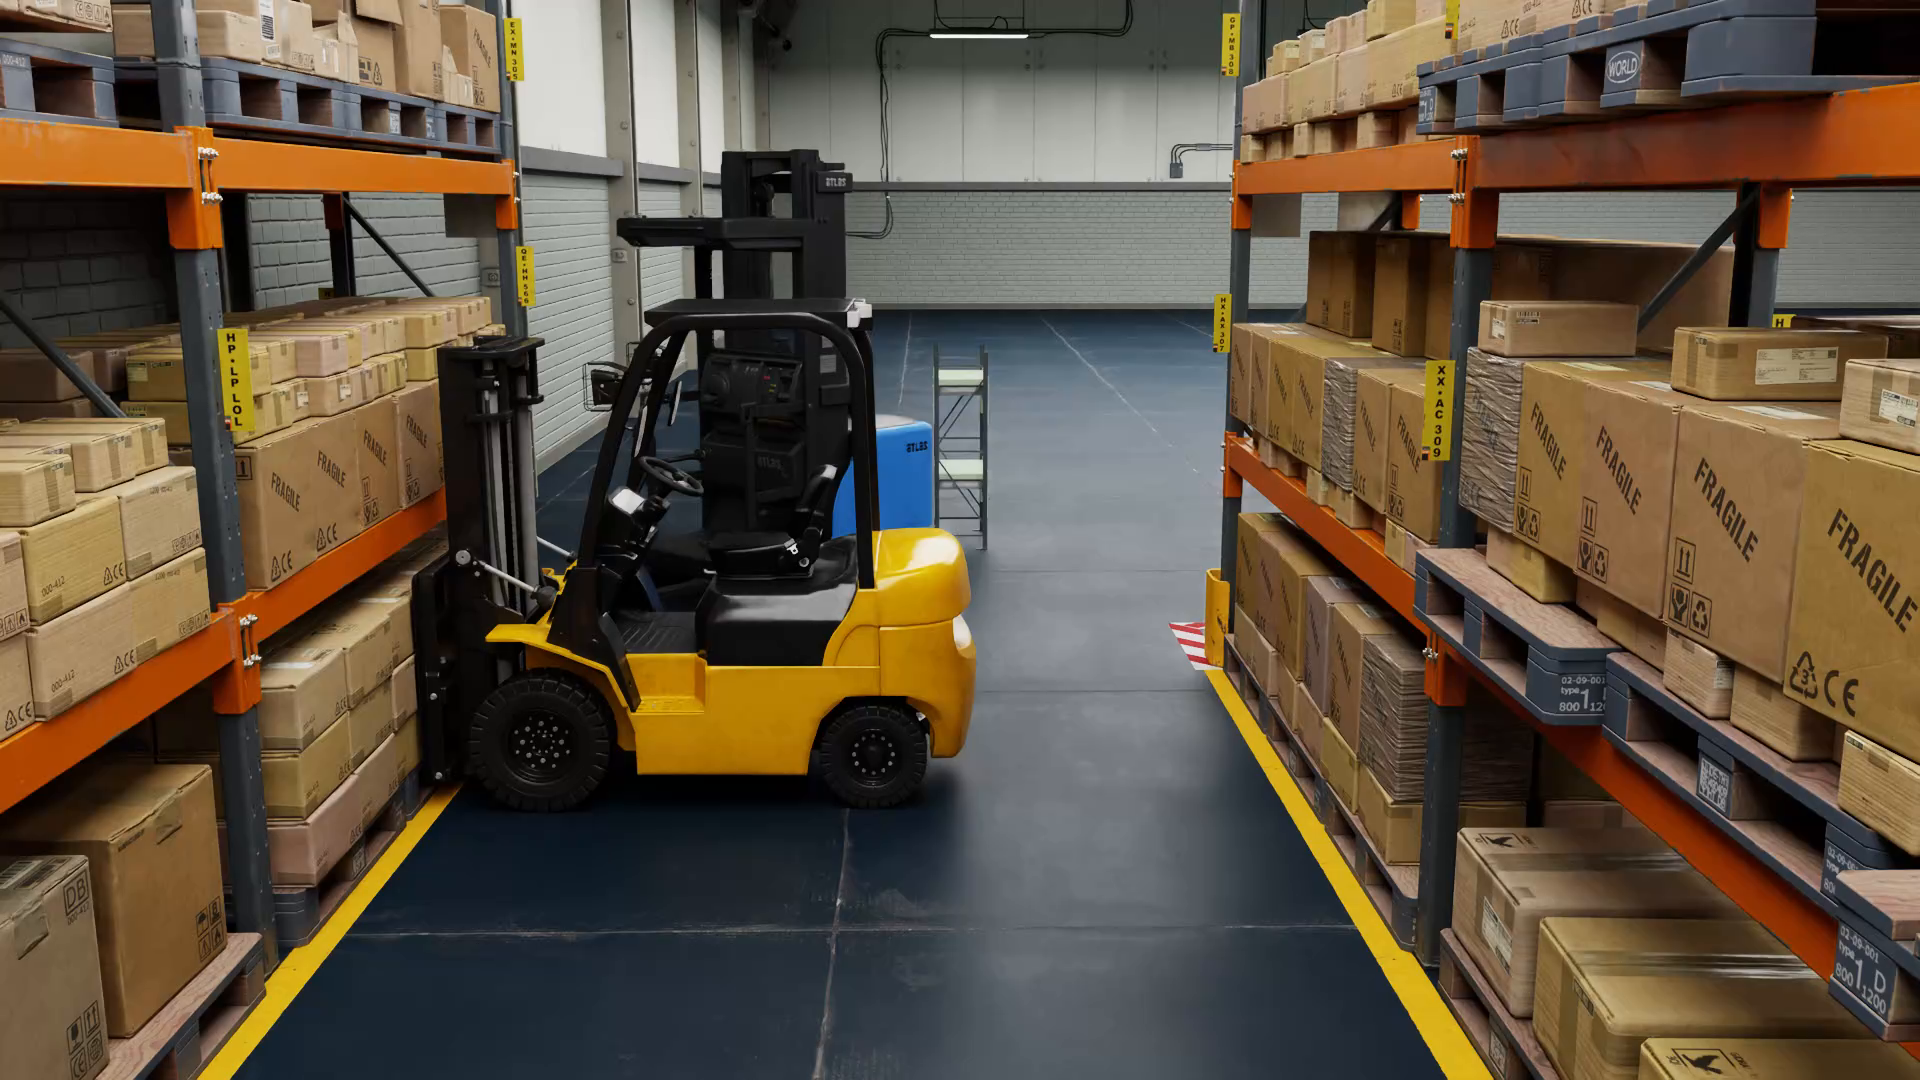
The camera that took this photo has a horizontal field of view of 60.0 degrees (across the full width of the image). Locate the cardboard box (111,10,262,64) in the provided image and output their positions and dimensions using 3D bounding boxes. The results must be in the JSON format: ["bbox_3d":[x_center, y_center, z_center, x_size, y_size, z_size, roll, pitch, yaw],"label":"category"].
[{"bbox_3d":[-2.567,-1.671,5.530,0.380,0.149,0.250,0,11,0],"label":"cardboard box"}]

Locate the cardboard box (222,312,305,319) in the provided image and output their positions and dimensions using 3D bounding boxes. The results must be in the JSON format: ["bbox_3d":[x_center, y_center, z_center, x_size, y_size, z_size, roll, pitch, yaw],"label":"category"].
[{"bbox_3d":[-3.232,-0.960,7.616,0.380,0.149,0.250,-1,11,-3],"label":"cardboard box"}]

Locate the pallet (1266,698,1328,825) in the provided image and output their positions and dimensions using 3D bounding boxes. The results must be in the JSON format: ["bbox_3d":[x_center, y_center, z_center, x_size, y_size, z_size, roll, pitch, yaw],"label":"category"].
[{"bbox_3d":[2.024,0.990,7.646,1.003,0.211,1.213,0,11,-1],"label":"pallet"}]

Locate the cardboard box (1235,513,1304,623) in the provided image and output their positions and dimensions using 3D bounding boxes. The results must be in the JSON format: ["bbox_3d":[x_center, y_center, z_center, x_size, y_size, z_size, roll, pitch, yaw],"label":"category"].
[{"bbox_3d":[1.759,0.146,8.771,0.500,0.500,0.500,-1,11,-3],"label":"cardboard box"}]

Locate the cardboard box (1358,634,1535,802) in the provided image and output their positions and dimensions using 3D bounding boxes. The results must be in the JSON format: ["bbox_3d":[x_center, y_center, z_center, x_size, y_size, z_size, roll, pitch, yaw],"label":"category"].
[{"bbox_3d":[1.820,0.658,6.245,0.500,0.500,0.500,0,11,-2],"label":"cardboard box"}]

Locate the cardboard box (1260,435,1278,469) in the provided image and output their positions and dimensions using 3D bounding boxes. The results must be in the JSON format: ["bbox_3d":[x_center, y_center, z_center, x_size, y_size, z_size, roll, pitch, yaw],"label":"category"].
[{"bbox_3d":[1.721,-0.450,8.363,0.380,0.149,0.250,0,11,0],"label":"cardboard box"}]

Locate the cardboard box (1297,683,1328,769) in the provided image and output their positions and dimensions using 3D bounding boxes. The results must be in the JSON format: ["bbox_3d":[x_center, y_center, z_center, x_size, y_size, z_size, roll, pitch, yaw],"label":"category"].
[{"bbox_3d":[1.793,0.819,7.339,0.500,0.250,0.500,0,11,0],"label":"cardboard box"}]

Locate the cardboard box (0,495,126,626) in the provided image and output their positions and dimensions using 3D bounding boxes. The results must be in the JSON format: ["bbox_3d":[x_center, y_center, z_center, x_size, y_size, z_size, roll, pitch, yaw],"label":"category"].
[{"bbox_3d":[-2.578,0.049,4.395,0.500,0.250,0.500,-1,11,-3],"label":"cardboard box"}]

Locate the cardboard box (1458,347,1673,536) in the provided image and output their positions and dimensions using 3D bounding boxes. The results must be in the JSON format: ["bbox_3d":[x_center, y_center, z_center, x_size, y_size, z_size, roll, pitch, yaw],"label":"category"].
[{"bbox_3d":[1.824,-0.306,4.967,0.500,0.500,0.500,0,11,0],"label":"cardboard box"}]

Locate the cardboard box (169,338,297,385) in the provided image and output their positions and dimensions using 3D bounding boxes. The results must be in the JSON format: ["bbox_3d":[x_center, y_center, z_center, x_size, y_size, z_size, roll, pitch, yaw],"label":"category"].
[{"bbox_3d":[-2.682,-0.658,6.128,0.380,0.149,0.250,0,11,-2],"label":"cardboard box"}]

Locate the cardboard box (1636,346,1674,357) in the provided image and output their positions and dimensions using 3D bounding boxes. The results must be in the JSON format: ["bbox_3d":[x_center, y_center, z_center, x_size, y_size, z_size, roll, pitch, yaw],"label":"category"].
[{"bbox_3d":[2.340,-0.309,4.984,0.500,0.500,0.500,0,11,-2],"label":"cardboard box"}]

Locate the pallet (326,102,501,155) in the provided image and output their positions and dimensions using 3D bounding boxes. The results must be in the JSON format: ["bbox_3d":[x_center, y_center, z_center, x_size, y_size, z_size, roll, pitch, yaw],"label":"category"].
[{"bbox_3d":[-2.956,-2.060,8.346,1.003,0.211,1.213,0,11,-1],"label":"pallet"}]

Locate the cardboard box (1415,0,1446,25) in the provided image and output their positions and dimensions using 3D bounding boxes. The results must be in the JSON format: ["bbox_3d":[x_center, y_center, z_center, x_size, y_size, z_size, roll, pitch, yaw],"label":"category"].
[{"bbox_3d":[1.794,-1.851,5.720,0.380,0.149,0.250,-1,11,-3],"label":"cardboard box"}]

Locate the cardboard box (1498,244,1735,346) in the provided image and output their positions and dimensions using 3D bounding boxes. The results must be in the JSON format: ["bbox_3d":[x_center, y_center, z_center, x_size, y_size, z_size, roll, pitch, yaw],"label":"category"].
[{"bbox_3d":[2.309,-0.773,5.810,0.700,0.500,0.500,0,11,-2],"label":"cardboard box"}]

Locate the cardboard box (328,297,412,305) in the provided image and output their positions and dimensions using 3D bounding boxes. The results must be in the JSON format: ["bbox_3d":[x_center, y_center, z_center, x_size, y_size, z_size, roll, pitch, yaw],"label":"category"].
[{"bbox_3d":[-3.151,-1.219,8.891,0.380,0.149,0.250,0,11,-2],"label":"cardboard box"}]

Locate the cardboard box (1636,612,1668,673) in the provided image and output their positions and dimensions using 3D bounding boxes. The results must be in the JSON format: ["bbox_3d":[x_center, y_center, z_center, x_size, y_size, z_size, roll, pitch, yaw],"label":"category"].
[{"bbox_3d":[1.842,0.235,3.933,0.380,0.149,0.250,0,11,-1],"label":"cardboard box"}]

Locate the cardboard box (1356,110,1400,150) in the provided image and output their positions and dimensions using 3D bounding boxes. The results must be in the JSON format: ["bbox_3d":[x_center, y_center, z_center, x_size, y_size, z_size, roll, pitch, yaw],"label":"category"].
[{"bbox_3d":[1.782,-1.613,6.552,0.380,0.149,0.250,0,11,0],"label":"cardboard box"}]

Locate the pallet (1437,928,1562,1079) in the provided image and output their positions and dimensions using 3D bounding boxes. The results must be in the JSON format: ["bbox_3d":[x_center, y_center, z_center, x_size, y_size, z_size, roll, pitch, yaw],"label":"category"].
[{"bbox_3d":[2.118,1.522,5.028,1.003,0.211,1.213,0,11,-1],"label":"pallet"}]

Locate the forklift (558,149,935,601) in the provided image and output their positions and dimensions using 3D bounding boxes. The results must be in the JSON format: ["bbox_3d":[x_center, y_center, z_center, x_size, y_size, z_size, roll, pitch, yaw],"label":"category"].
[{"bbox_3d":[-1.531,-1.065,10.938,1.130,2.935,3.031,10,15,40],"label":"forklift"}]

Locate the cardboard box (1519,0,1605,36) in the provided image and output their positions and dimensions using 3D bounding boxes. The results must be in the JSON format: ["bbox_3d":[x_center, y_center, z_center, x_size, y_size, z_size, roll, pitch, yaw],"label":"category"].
[{"bbox_3d":[1.724,-1.383,4.111,0.500,0.250,0.500,0,11,-2],"label":"cardboard box"}]

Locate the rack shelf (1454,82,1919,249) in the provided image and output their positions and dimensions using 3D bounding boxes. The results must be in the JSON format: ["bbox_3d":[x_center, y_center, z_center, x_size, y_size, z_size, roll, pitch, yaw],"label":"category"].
[{"bbox_3d":[2.142,-0.720,3.327,1.077,0.370,4.000,0,11,-1],"label":"rack shelf"}]

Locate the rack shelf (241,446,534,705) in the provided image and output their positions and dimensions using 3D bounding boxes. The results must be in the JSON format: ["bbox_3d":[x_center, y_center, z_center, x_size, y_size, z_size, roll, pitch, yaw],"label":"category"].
[{"bbox_3d":[-2.903,-0.024,7.441,1.077,0.370,4.000,0,11,-1],"label":"rack shelf"}]

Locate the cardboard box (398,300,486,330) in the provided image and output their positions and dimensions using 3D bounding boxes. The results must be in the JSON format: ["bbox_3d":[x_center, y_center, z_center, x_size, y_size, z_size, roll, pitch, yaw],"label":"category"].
[{"bbox_3d":[-2.690,-1.167,8.637,0.380,0.149,0.250,0,11,-1],"label":"cardboard box"}]

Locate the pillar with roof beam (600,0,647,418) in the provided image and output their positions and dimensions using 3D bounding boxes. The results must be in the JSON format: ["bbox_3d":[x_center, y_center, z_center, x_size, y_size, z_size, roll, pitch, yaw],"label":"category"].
[{"bbox_3d":[0.225,-5.975,19.877,9.100,9.000,0.400,0,11,-1],"label":"pillar with roof beam"}]

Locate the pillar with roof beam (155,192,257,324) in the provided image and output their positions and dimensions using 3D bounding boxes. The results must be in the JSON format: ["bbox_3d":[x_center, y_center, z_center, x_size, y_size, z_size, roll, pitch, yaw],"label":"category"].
[{"bbox_3d":[0.473,-3.589,8.119,9.100,9.000,0.400,0,11,-1],"label":"pillar with roof beam"}]

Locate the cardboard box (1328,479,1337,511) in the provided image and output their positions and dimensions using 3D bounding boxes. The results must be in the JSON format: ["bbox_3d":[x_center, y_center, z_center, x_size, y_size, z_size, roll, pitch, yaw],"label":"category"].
[{"bbox_3d":[1.790,-0.192,7.094,0.380,0.149,0.250,0,11,-2],"label":"cardboard box"}]

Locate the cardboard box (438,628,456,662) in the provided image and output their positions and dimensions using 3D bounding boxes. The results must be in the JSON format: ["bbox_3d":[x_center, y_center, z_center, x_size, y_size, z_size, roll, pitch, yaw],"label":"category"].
[{"bbox_3d":[-2.584,0.520,7.553,0.500,0.250,0.500,0,11,-1],"label":"cardboard box"}]

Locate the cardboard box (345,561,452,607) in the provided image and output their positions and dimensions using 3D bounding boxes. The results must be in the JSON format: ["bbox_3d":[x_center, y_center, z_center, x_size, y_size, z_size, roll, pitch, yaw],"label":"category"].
[{"bbox_3d":[-2.583,0.271,7.525,0.500,0.250,0.500,0,11,-2],"label":"cardboard box"}]

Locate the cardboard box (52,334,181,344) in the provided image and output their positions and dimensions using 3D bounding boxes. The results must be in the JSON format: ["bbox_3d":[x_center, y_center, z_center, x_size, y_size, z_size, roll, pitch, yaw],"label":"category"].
[{"bbox_3d":[-3.221,-0.706,6.362,0.380,0.149,0.250,0,11,-2],"label":"cardboard box"}]

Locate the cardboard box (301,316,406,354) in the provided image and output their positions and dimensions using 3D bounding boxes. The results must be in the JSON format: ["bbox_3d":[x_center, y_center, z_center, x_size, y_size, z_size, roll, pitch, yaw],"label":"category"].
[{"bbox_3d":[-2.689,-0.911,7.375,0.380,0.149,0.250,0,11,0],"label":"cardboard box"}]

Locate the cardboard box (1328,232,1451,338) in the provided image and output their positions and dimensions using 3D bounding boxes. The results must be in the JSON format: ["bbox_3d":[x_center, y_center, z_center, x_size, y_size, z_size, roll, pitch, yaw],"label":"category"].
[{"bbox_3d":[2.250,-1.278,8.302,0.700,0.500,0.500,0,11,-1],"label":"cardboard box"}]

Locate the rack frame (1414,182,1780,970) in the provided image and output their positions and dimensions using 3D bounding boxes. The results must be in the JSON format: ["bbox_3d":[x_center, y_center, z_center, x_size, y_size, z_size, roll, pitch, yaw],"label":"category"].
[{"bbox_3d":[2.101,0.000,5.514,1.000,3.000,0.127,0,11,-1],"label":"rack frame"}]

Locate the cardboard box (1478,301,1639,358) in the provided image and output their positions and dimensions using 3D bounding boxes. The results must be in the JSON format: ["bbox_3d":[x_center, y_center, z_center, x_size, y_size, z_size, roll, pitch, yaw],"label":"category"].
[{"bbox_3d":[1.757,-0.623,4.900,0.380,0.149,0.250,0,11,-1],"label":"cardboard box"}]

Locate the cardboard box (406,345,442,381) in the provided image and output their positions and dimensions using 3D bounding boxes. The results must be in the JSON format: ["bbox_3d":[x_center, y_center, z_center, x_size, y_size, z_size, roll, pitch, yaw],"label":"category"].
[{"bbox_3d":[-2.606,-0.818,7.664,0.380,0.149,0.250,0,11,-1],"label":"cardboard box"}]

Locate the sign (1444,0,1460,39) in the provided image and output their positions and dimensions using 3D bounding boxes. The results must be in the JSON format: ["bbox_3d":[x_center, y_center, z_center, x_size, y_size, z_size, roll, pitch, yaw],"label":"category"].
[{"bbox_3d":[1.559,-1.719,5.145,0.100,0.325,0.005,0,11,-1],"label":"sign"}]

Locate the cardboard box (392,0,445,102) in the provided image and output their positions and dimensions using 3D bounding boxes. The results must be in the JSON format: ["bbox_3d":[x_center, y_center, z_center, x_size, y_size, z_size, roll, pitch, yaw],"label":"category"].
[{"bbox_3d":[-2.770,-2.257,7.534,0.700,0.500,0.500,0,11,-1],"label":"cardboard box"}]

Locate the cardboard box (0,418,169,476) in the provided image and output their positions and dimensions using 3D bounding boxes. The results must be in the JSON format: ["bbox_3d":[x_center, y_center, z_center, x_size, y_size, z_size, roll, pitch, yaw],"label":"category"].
[{"bbox_3d":[-2.633,-0.279,5.005,0.380,0.149,0.250,0,11,1],"label":"cardboard box"}]

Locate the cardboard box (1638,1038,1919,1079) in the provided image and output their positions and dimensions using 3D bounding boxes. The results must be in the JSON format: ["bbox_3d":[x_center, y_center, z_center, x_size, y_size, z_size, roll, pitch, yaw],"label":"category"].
[{"bbox_3d":[2.149,1.468,3.834,0.950,0.372,0.625,0,11,1],"label":"cardboard box"}]

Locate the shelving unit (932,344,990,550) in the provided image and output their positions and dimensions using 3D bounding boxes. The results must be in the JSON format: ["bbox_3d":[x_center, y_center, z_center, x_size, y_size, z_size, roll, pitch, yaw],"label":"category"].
[{"bbox_3d":[0.000,-0.736,12.917,0.431,1.500,0.755,0,11,-1],"label":"shelving unit"}]

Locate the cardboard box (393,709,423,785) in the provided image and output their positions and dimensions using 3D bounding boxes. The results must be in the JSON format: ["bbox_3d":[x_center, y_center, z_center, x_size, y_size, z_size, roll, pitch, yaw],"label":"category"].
[{"bbox_3d":[-2.593,0.863,7.122,0.500,0.250,0.500,0,11,0],"label":"cardboard box"}]

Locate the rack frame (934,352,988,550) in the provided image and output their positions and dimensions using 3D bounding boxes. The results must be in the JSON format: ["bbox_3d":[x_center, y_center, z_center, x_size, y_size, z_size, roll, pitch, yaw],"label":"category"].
[{"bbox_3d":[0.007,-0.664,12.558,0.400,1.500,0.023,0,11,-1],"label":"rack frame"}]

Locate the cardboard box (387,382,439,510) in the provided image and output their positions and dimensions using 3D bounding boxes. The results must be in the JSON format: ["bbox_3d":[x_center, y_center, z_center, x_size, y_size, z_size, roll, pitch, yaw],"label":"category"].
[{"bbox_3d":[-2.638,-0.421,7.339,0.500,0.500,0.500,0,11,-1],"label":"cardboard box"}]

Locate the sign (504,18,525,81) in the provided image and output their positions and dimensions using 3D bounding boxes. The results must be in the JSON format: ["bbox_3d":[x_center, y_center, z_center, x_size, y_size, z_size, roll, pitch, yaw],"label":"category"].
[{"bbox_3d":[-2.402,-2.638,8.948,0.100,0.325,0.005,0,11,-1],"label":"sign"}]

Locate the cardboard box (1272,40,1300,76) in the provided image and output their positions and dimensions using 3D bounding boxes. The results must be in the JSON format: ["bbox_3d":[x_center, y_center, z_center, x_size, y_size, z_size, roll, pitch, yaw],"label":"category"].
[{"bbox_3d":[1.717,-2.311,7.988,0.380,0.149,0.250,0,11,-1],"label":"cardboard box"}]

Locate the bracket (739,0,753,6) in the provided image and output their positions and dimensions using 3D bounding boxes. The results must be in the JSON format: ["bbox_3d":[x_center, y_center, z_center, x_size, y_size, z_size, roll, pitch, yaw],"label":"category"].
[{"bbox_3d":[-3.963,-10.026,30.790,0.235,0.232,0.430,0,11,-1],"label":"bracket"}]

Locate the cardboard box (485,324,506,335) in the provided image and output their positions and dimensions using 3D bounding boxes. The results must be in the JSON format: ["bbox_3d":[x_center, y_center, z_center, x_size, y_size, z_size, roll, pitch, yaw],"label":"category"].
[{"bbox_3d":[-2.657,-1.073,8.920,0.380,0.149,0.250,0,11,0],"label":"cardboard box"}]

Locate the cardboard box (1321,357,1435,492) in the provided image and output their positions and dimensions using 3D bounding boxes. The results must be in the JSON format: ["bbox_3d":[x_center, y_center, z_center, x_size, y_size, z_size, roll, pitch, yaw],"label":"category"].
[{"bbox_3d":[1.810,-0.487,6.917,0.500,0.500,0.500,0,11,0],"label":"cardboard box"}]

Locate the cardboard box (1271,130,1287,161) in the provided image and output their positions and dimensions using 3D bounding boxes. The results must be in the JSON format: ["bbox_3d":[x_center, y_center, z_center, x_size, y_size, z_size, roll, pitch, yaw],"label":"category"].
[{"bbox_3d":[1.767,-1.970,8.312,0.380,0.149,0.250,0,11,0],"label":"cardboard box"}]

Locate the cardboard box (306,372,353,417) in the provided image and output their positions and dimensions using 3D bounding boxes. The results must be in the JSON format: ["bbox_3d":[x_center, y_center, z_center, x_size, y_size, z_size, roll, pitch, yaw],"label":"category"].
[{"bbox_3d":[-2.576,-0.562,6.404,0.380,0.149,0.250,0,11,0],"label":"cardboard box"}]

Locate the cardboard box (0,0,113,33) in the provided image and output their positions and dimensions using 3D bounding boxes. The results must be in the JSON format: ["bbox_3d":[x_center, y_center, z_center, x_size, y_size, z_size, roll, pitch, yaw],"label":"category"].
[{"bbox_3d":[-2.603,-1.517,4.364,0.500,0.311,0.500,-1,11,-3],"label":"cardboard box"}]

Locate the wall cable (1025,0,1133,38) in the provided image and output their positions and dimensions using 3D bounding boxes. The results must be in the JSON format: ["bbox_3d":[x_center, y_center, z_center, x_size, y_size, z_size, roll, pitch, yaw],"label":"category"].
[{"bbox_3d":[2.609,-13.332,39.812,3.097,2.526,0.112,0,11,-1],"label":"wall cable"}]

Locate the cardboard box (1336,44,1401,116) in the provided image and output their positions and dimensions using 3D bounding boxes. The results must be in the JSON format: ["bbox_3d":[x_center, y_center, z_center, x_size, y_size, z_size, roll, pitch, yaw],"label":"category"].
[{"bbox_3d":[1.815,-1.831,6.623,0.500,0.250,0.500,0,11,-2],"label":"cardboard box"}]
